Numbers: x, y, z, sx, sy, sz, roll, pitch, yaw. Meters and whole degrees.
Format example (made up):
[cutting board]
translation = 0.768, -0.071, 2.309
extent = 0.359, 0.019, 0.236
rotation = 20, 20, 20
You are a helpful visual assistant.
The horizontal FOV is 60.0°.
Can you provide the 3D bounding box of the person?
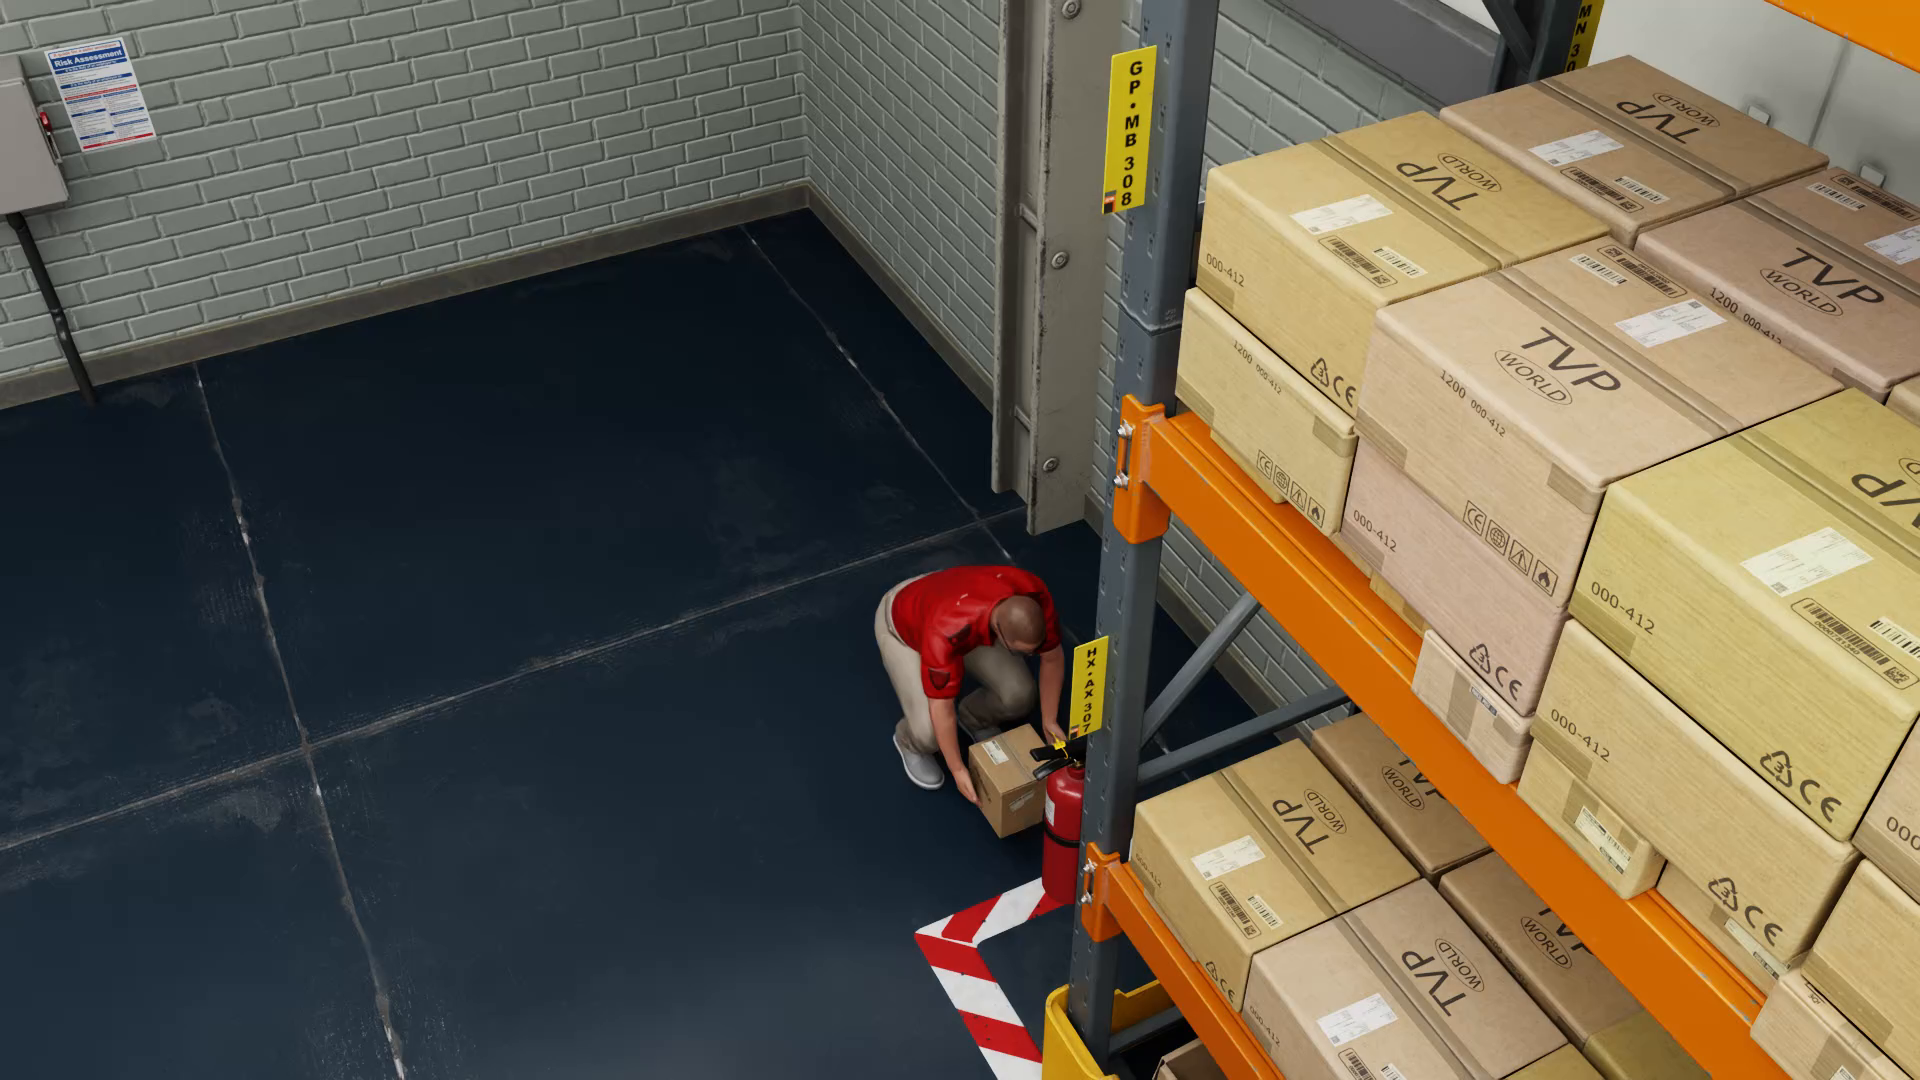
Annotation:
[person]
translation = 0.042, 0.456, 6.131
extent = 0.576, 1.098, 0.835
rotation = -19, 44, -20
